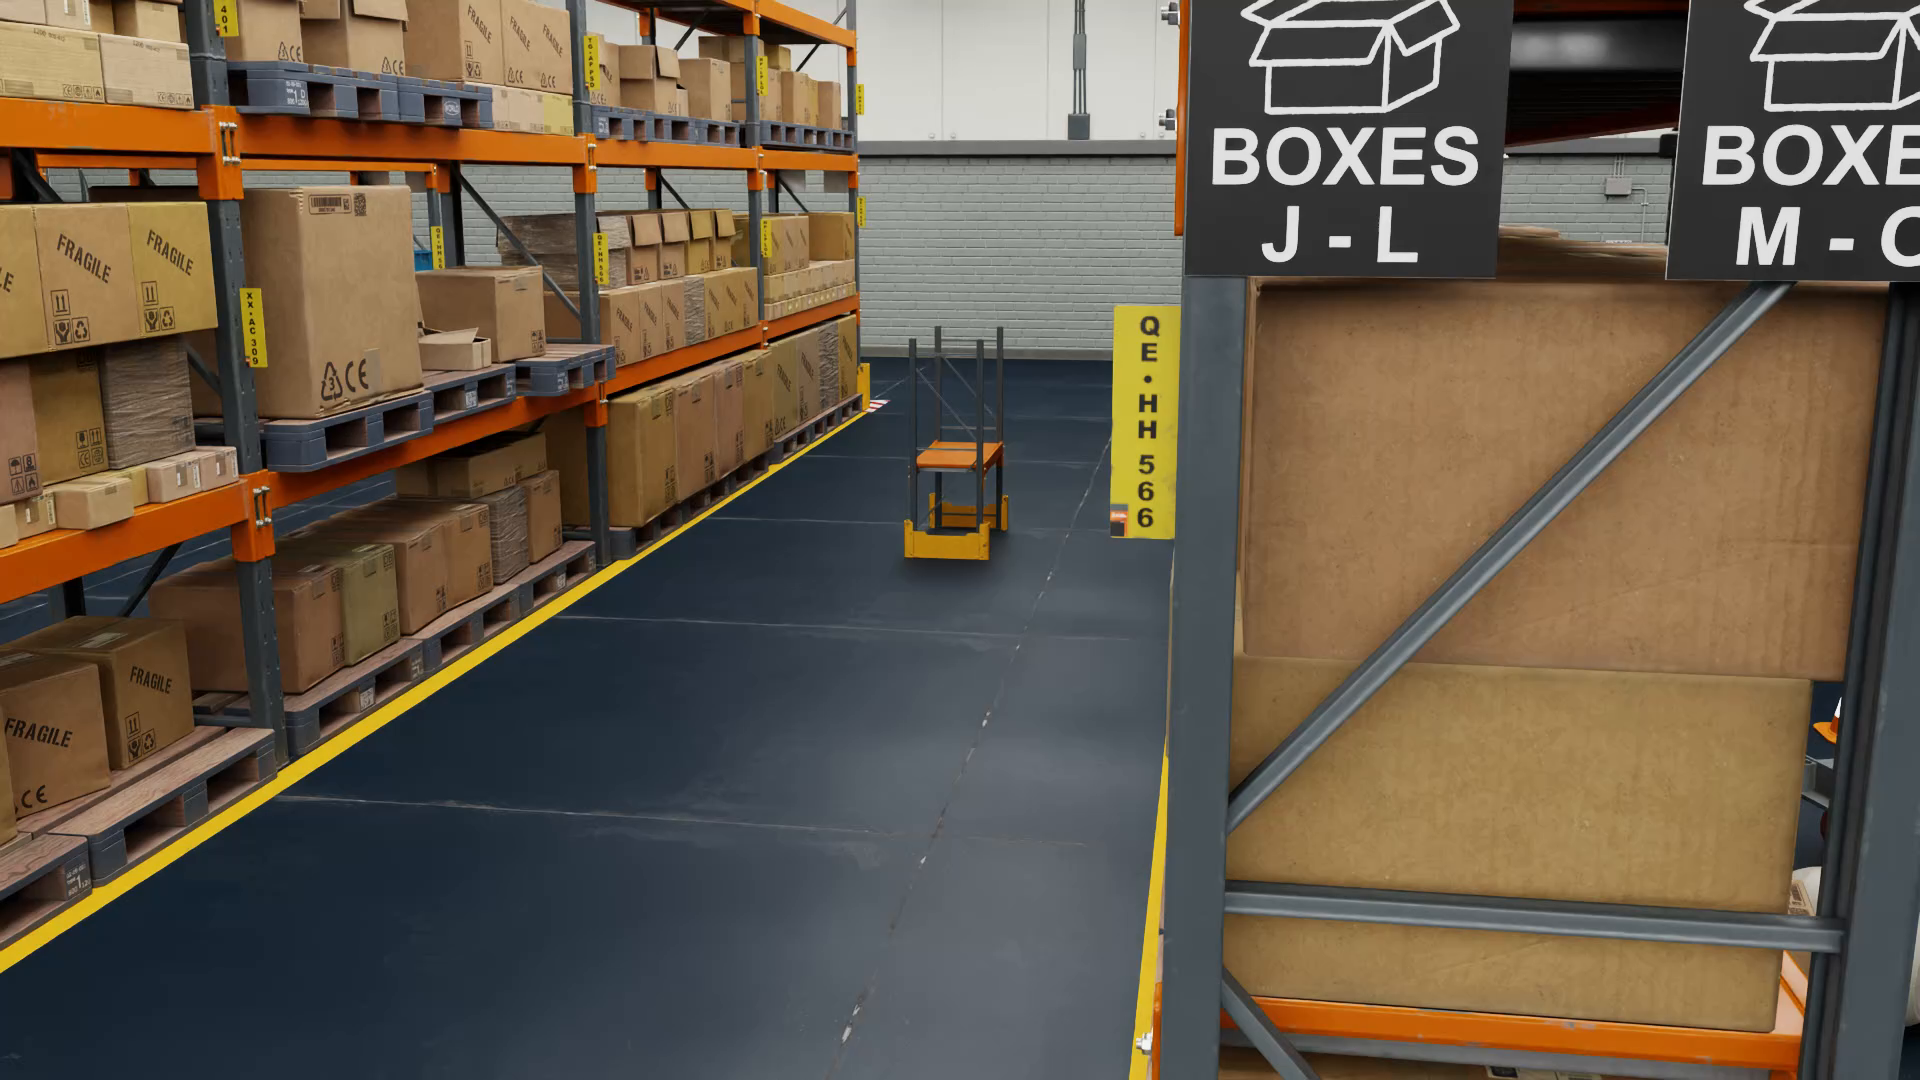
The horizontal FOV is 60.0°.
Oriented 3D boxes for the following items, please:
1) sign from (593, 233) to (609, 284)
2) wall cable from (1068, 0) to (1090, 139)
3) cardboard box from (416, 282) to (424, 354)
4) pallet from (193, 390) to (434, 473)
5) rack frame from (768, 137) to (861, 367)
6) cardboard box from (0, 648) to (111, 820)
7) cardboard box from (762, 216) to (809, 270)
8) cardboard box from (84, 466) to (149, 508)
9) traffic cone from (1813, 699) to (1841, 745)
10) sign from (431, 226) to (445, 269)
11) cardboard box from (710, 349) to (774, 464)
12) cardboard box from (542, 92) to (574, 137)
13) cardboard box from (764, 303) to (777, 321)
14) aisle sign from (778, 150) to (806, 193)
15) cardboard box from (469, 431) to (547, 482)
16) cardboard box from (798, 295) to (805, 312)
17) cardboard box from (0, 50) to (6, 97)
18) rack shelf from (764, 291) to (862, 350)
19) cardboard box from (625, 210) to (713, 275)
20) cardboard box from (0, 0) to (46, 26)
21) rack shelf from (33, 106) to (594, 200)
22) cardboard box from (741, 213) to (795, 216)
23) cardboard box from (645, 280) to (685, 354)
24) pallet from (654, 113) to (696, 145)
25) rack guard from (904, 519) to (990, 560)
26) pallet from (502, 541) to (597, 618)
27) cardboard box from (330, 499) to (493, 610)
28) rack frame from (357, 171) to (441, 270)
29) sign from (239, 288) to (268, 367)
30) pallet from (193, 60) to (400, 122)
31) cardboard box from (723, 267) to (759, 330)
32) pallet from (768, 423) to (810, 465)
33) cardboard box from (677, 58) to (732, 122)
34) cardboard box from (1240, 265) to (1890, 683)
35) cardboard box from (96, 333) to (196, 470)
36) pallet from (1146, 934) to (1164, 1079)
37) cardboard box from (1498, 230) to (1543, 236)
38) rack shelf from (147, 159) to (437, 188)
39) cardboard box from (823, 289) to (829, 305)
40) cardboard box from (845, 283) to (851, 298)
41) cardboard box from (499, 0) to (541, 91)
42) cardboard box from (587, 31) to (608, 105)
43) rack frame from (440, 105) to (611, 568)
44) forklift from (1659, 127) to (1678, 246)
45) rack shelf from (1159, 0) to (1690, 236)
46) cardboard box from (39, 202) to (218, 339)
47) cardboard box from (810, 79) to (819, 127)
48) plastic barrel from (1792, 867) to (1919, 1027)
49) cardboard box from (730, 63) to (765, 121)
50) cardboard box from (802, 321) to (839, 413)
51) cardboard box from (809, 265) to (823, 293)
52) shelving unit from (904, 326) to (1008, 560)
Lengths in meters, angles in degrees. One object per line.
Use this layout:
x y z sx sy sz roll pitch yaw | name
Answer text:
-2.322 -1.818 10.749 0.100 0.325 0.005 2 12 9 | sign
2.646 -8.542 22.636 2.277 5.999 0.120 2 12 9 | wall cable
-3.299 -1.093 8.705 0.797 0.503 0.637 3 13 14 | cardboard box
-3.213 -0.534 7.808 1.003 0.211 1.213 2 12 9 | pallet
-1.629 -2.972 18.663 1.000 3.000 0.127 2 12 9 | rack frame
-3.656 0.744 6.356 0.500 0.500 0.500 6 14 27 | cardboard box
-1.759 -2.880 16.107 0.500 0.500 0.500 1 12 7 | cardboard box
-3.363 -0.195 6.374 0.380 0.149 0.250 2 12 9 | cardboard box
4.181 0.691 7.688 0.336 0.463 0.334 2 12 9 | traffic cone
-3.408 -1.890 10.894 0.100 0.325 0.005 2 12 9 | sign
-2.323 -1.172 14.358 1.225 0.875 0.875 2 12 9 | cardboard box
-2.690 -2.593 10.139 0.500 0.250 0.500 2 12 9 | cardboard box
-1.870 -2.067 15.061 0.380 0.149 0.250 2 12 9 | cardboard box
-1.914 -4.267 18.504 0.394 0.787 0.004 2 12 9 | aisle sign
-2.933 -0.526 10.422 0.500 0.250 0.500 2 12 11 | cardboard box
-1.712 -2.285 16.071 0.380 0.149 0.250 2 12 8 | cardboard box
-3.451 -1.549 5.296 0.500 0.250 0.500 2 12 8 | cardboard box
-1.937 -2.204 16.807 1.077 0.370 4.000 2 12 9 | rack shelf
-2.451 -2.403 13.404 0.797 0.503 0.637 2 12 9 | cardboard box
-3.341 -1.819 5.602 0.380 0.149 0.250 1 12 7 | cardboard box
-3.167 -2.005 8.763 1.077 0.370 4.000 2 12 9 | rack shelf
-2.047 -3.215 17.662 0.500 0.500 0.500 2 12 7 | cardboard box
-2.363 -1.662 12.347 0.500 0.500 0.500 2 12 8 | cardboard box
-2.644 -3.049 12.350 1.003 0.211 1.213 2 12 11 | pallet
-0.088 -0.003 11.412 0.587 0.250 0.087 2 12 9 | rack guard
-2.981 0.219 10.475 1.003 0.211 1.213 2 12 9 | pallet
-3.096 0.075 9.416 0.700 0.500 0.500 3 13 13 | cardboard box
-6.523 -3.132 19.408 1.000 3.000 0.127 2 12 9 | rack frame
-2.937 -0.881 6.906 0.100 0.325 0.005 2 12 9 | sign
-3.274 -1.973 7.356 1.213 0.211 1.003 2 12 9 | pallet
-2.046 -2.082 14.296 0.500 0.500 0.500 2 12 9 | cardboard box
-2.050 -0.932 15.816 1.003 0.211 1.213 2 12 9 | pallet
-2.324 -3.739 13.867 0.700 0.500 0.500 2 12 10 | cardboard box
0.891 -0.137 2.588 0.875 0.550 0.550 2 12 9 | cardboard box
-3.605 -0.576 6.604 0.875 0.500 0.500 2 12 9 | cardboard box
1.031 1.482 4.618 1.003 0.211 1.213 2 12 9 | pallet
1.131 -0.591 4.698 0.875 0.550 0.550 2 12 9 | cardboard box
-6.831 -3.831 17.235 1.077 0.370 4.000 2 12 9 | rack shelf
-1.553 -2.498 17.058 0.380 0.149 0.250 2 12 9 | cardboard box
-1.397 -2.710 18.045 0.380 0.149 0.250 2 12 9 | cardboard box
-2.754 -2.852 9.561 0.500 0.500 0.500 2 12 9 | cardboard box
-2.837 -3.158 11.164 0.797 0.503 0.637 3 12 12 | cardboard box
-2.860 -1.306 10.935 1.000 3.000 0.127 2 12 9 | rack frame
4.771 -0.938 9.387 3.031 2.935 1.130 10 16 38 | forklift
1.103 -0.990 4.056 1.077 0.370 4.000 2 12 9 | rack shelf
-3.272 -1.054 6.448 0.500 0.500 0.500 2 12 9 | cardboard box
-1.862 -4.518 17.246 0.700 0.500 0.500 1 12 7 | cardboard box
2.752 1.253 5.173 0.421 0.421 0.512 -10 16 -40 | plastic barrel
-2.183 -4.073 15.183 0.700 0.500 0.500 1 12 5 | cardboard box
-1.788 -1.813 17.333 0.875 0.875 0.875 2 12 9 | cardboard box
-1.674 -2.614 16.654 0.500 0.250 0.500 2 12 9 | cardboard box
-0.012 -0.717 11.762 0.587 1.500 1.083 2 12 9 | shelving unit
